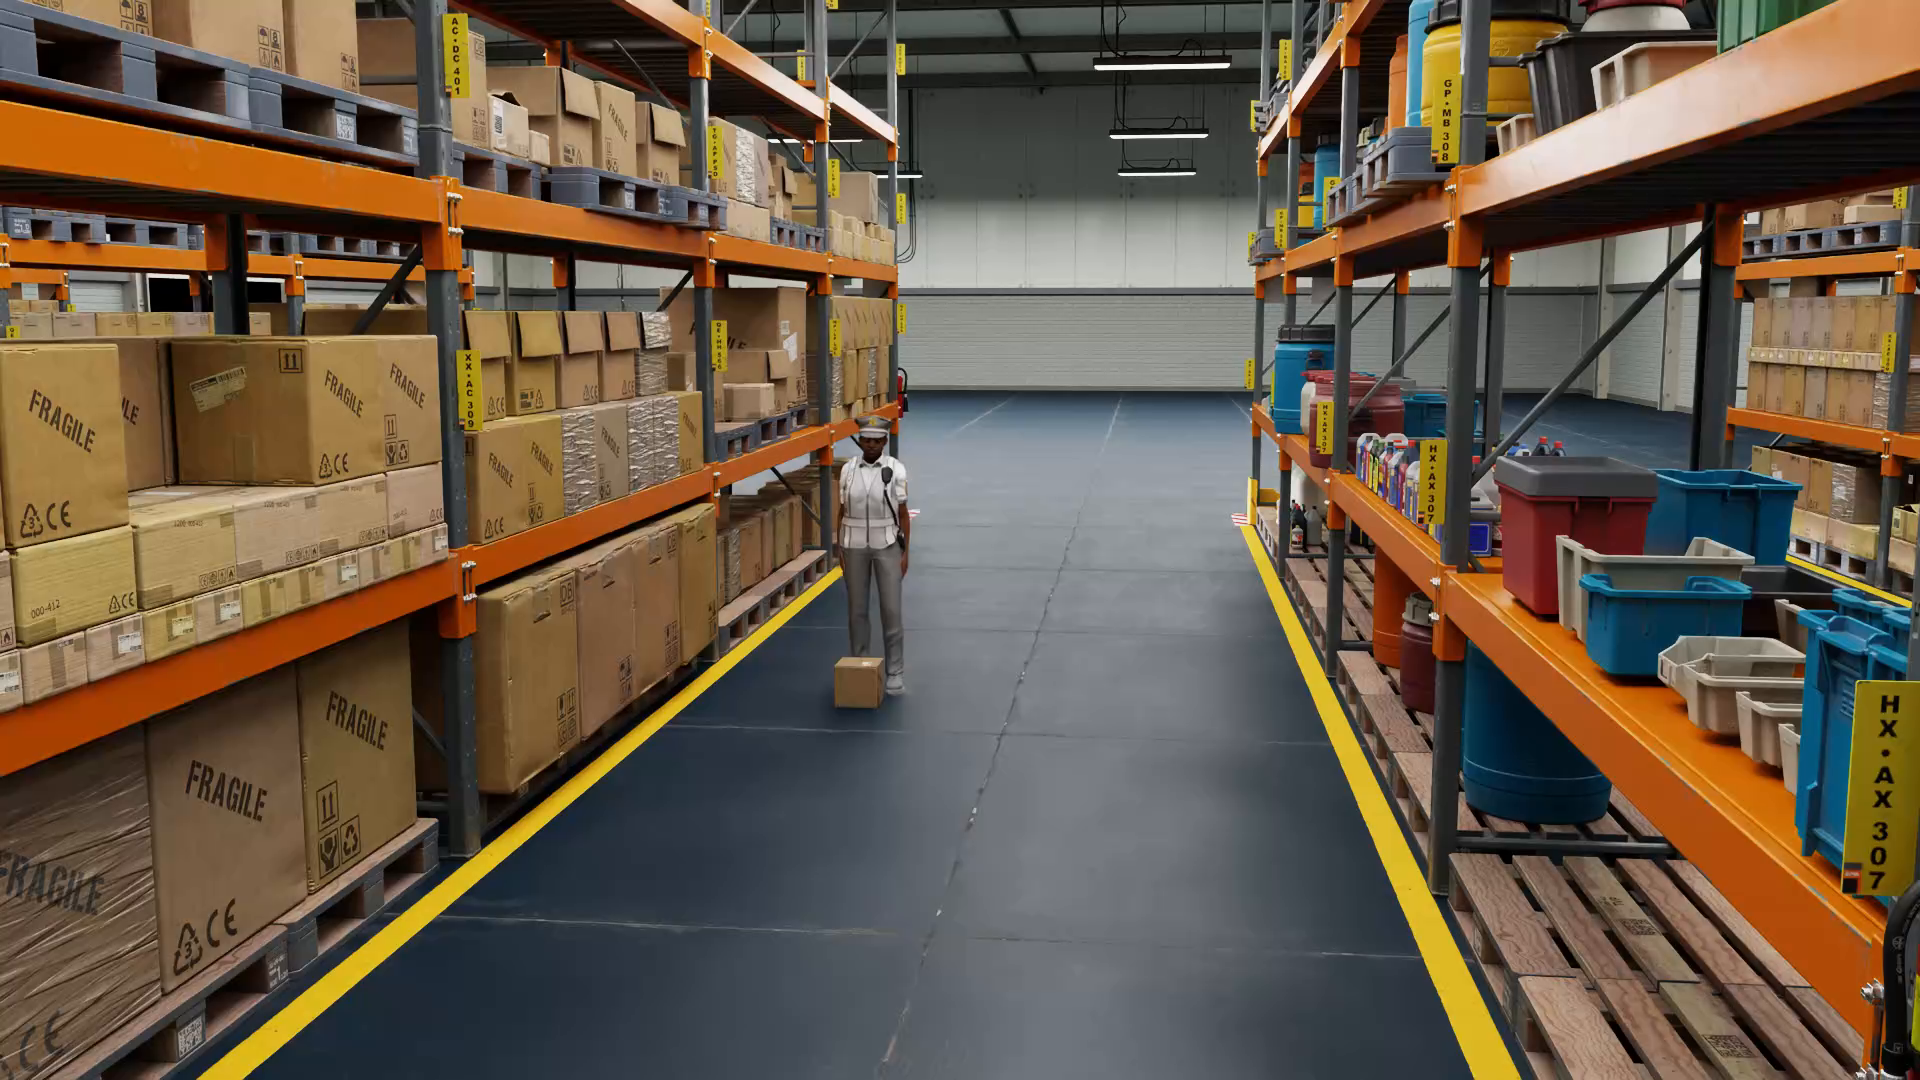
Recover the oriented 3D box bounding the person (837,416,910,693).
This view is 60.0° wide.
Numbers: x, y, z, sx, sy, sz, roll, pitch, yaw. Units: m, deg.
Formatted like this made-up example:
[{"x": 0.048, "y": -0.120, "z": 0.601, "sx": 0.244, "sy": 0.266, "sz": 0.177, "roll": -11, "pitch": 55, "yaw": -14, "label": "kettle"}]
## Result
[{"x": -0.542, "y": 0.076, "z": 10.182, "sx": 0.442, "sy": 1.681, "sz": 0.390, "roll": 1, "pitch": 8, "yaw": 7, "label": "person"}]
